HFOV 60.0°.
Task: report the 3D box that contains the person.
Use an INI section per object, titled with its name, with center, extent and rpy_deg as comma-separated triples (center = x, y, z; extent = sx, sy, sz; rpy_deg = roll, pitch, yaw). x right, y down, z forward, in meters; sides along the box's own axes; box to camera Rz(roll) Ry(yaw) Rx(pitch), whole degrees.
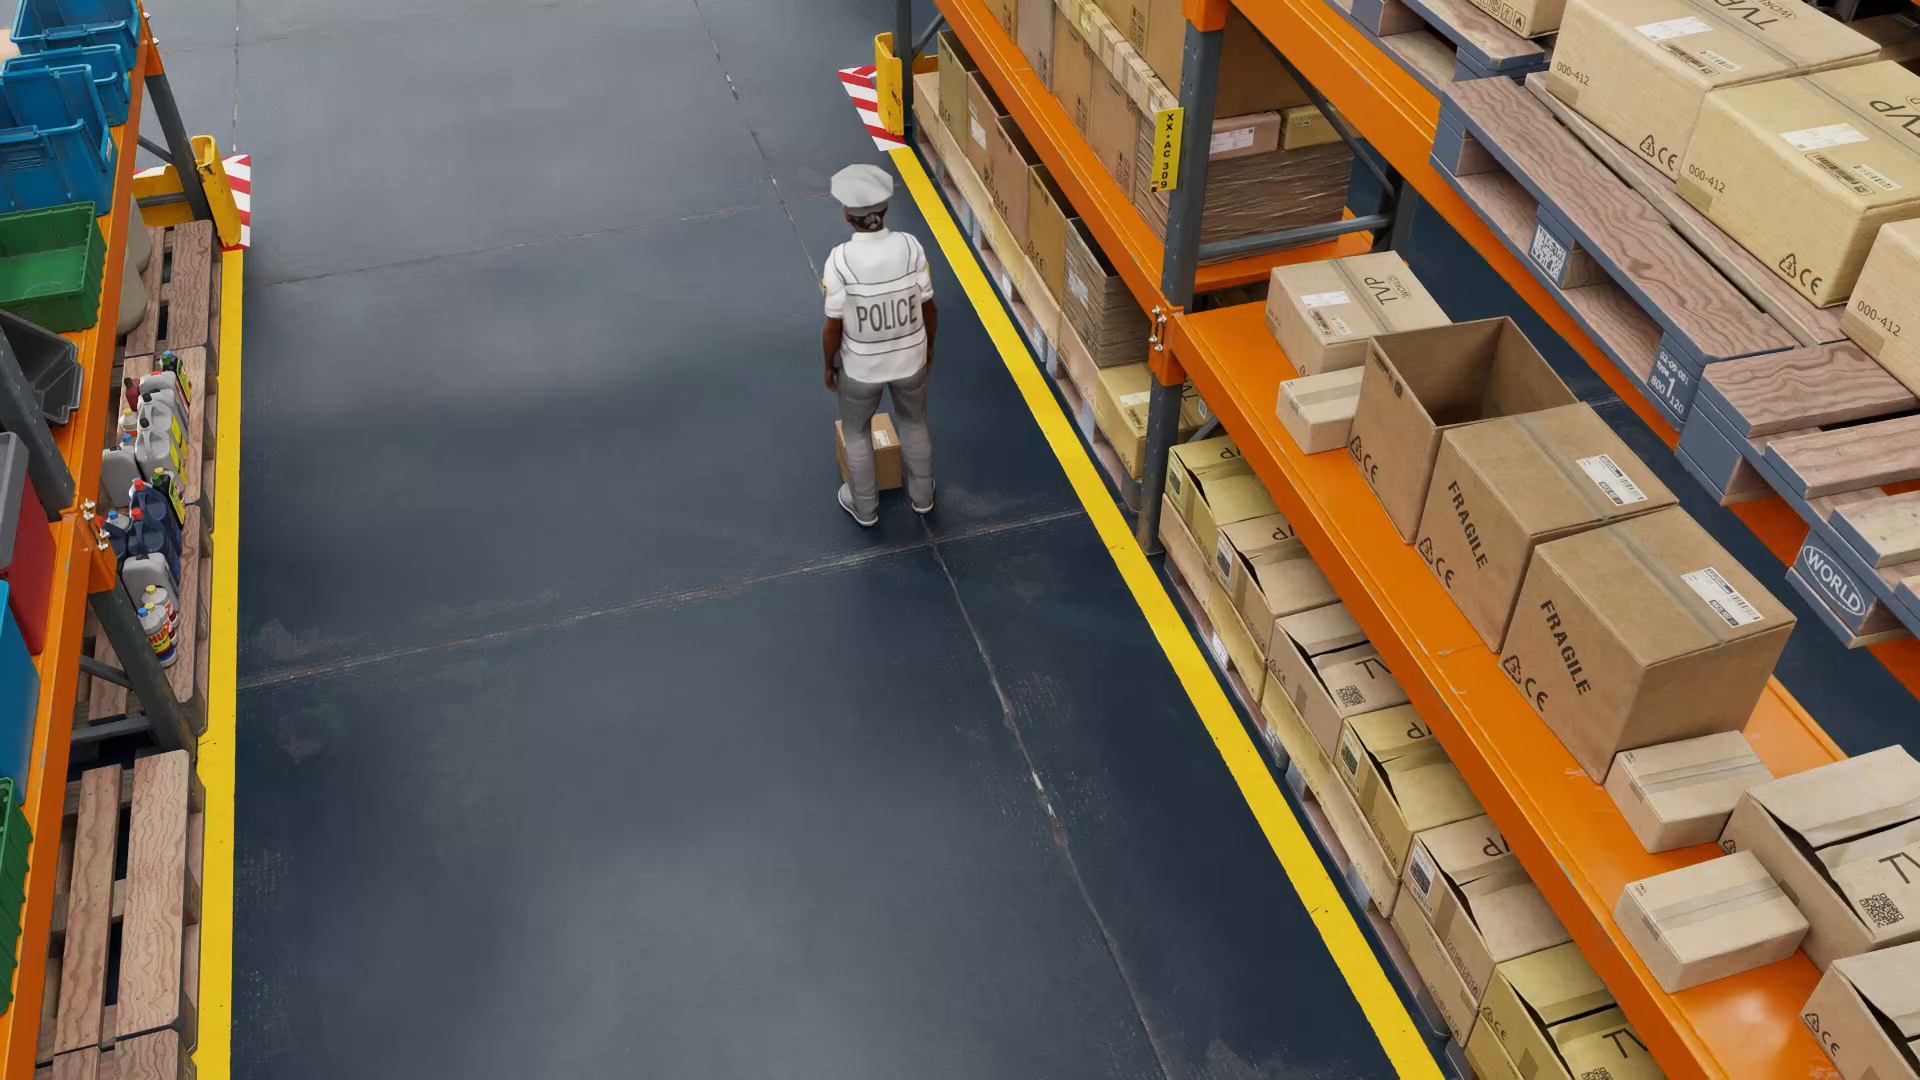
[person]
center = -0.331, -0.763, 6.996
extent = 0.504, 1.657, 0.394
rpy_deg = -13, 44, -14
